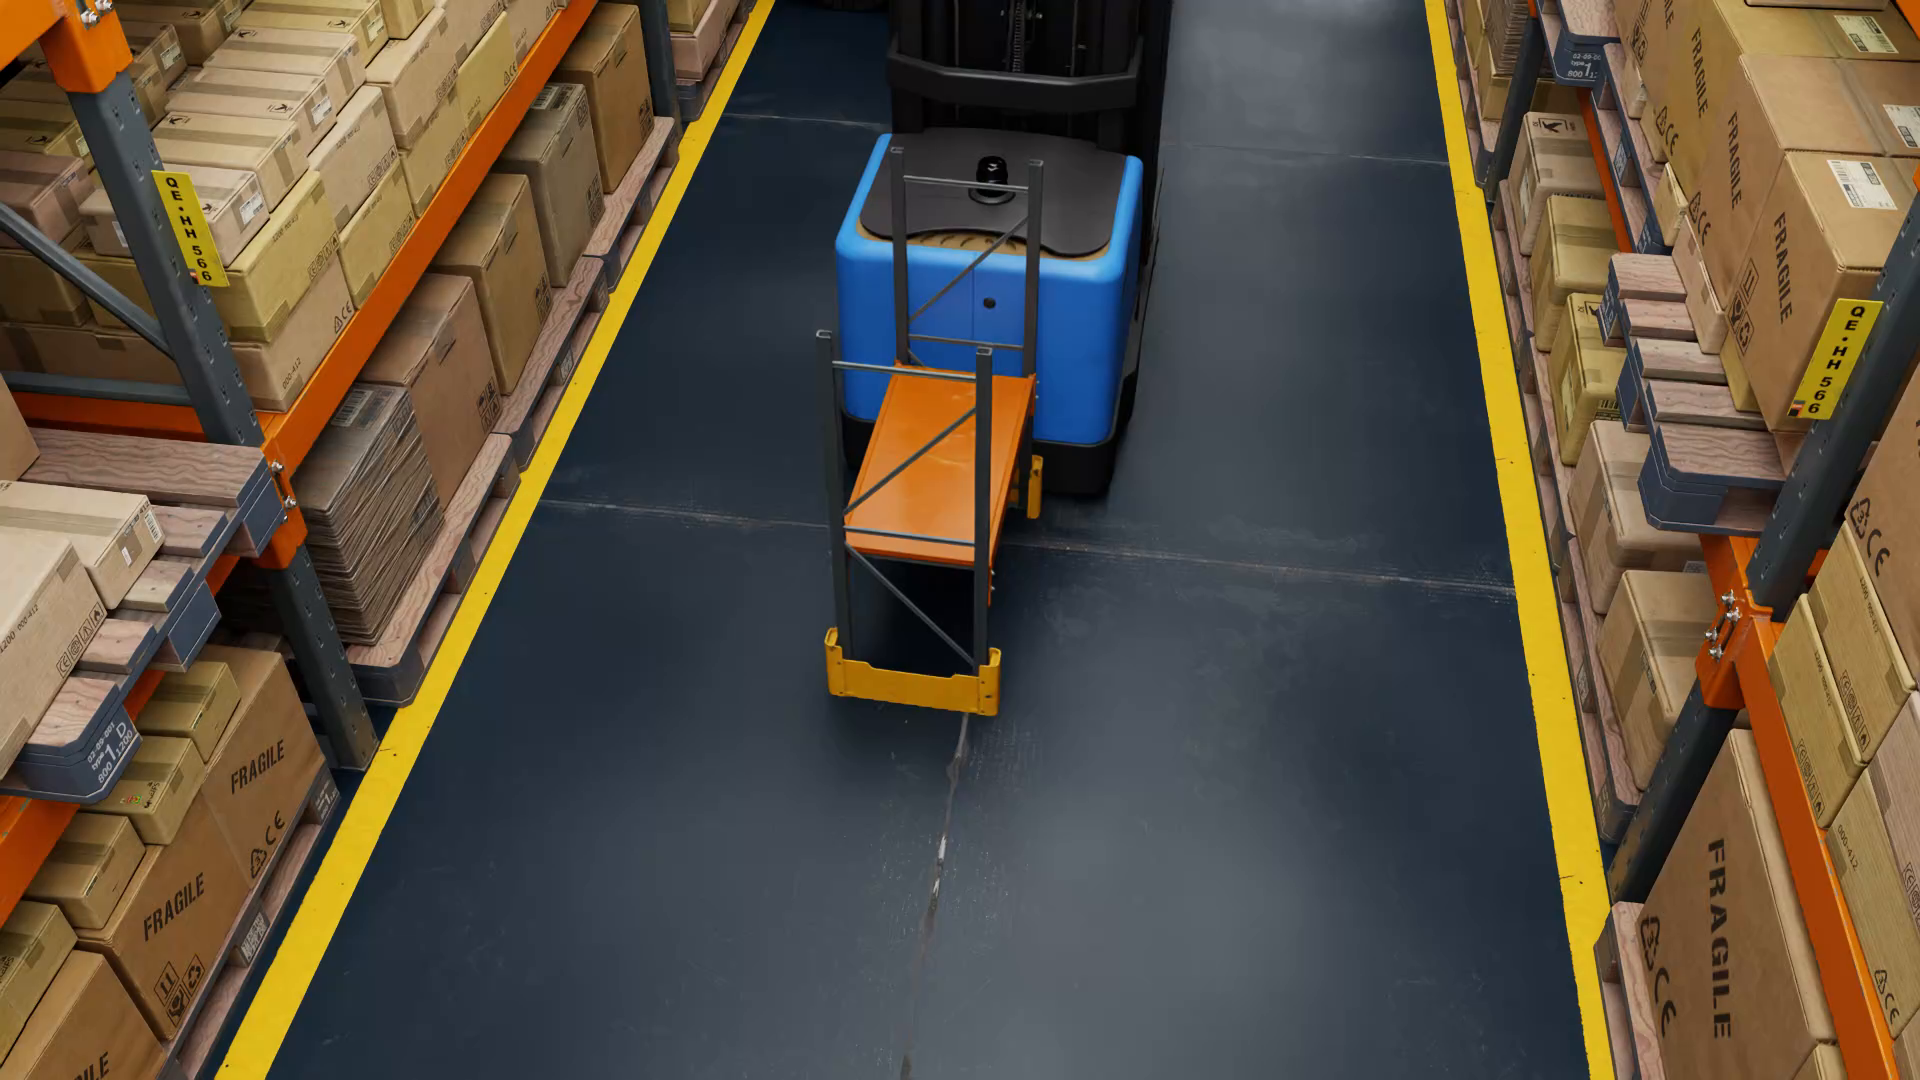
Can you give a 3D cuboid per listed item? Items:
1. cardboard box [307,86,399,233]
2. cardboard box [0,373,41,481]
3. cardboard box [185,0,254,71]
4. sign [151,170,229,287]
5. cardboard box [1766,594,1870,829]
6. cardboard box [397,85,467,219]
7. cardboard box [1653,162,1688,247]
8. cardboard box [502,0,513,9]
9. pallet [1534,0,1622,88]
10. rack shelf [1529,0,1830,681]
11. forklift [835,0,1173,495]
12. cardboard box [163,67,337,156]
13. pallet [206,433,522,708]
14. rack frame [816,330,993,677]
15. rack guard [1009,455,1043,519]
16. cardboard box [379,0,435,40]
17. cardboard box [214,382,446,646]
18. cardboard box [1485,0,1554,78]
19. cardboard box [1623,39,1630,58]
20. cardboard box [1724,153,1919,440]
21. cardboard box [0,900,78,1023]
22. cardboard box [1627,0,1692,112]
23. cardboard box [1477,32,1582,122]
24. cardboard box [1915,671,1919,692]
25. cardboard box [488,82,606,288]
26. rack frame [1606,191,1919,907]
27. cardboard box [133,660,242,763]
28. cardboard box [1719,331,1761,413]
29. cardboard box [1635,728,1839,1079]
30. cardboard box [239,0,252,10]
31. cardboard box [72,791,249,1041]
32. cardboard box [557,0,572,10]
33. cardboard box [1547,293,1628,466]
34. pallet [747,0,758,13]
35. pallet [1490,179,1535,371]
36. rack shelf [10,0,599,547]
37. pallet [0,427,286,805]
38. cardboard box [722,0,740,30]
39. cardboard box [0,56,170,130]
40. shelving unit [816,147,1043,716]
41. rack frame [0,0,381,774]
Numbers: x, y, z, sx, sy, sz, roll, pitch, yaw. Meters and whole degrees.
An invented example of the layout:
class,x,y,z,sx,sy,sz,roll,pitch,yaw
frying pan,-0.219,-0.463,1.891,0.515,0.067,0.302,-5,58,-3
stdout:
class,x,y,z,sx,sy,sz,roll,pitch,yaw
cardboard box,-2.063,-1.161,5.040,0.500,0.250,0.500,7,44,7
cardboard box,-2.654,-0.265,3.970,0.500,0.500,0.500,7,44,7
cardboard box,-2.513,-1.561,5.462,0.500,0.250,0.500,5,44,5
sign,-1.892,-0.762,4.088,0.100,0.325,0.005,5,44,6
cardboard box,2.175,0.401,3.754,0.500,0.250,0.500,5,44,5
cardboard box,-1.998,-1.333,5.585,0.500,0.250,0.500,4,44,4
cardboard box,2.316,-0.995,4.996,0.380,0.149,0.250,6,44,6
cardboard box,-1.848,-2.209,6.147,0.500,0.250,0.500,6,44,6
pallet,2.773,-2.113,6.439,1.003,0.211,1.213,5,44,6
rack shelf,2.754,-1.066,5.717,1.077,0.370,4.000,5,44,6
forklift,0.309,-2.260,6.505,1.130,2.935,3.031,7,44,7
cardboard box,-2.055,-1.235,4.828,0.380,0.149,0.250,6,44,7
pallet,-2.284,0.042,6.052,1.003,0.211,1.213,5,44,6
rack frame,-0.157,-0.009,5.168,0.500,1.500,0.032,7,44,7
rack guard,0.017,-0.230,6.311,0.587,0.250,0.087,7,44,7
cardboard box,-1.937,-1.756,5.378,0.380,0.149,0.250,6,44,6
cardboard box,-2.335,-0.127,5.624,0.875,0.625,0.625,7,44,7
cardboard box,2.830,-2.544,7.904,0.500,0.500,0.500,5,44,5
cardboard box,2.518,-1.694,5.735,0.380,0.149,0.250,6,44,6
cardboard box,2.274,-0.596,4.103,0.500,0.500,0.500,4,44,4
cardboard box,-2.409,1.007,4.046,0.380,0.149,0.250,6,44,7
cardboard box,2.470,-1.665,5.233,0.500,0.500,0.500,4,44,4
cardboard box,2.830,-2.272,8.162,0.500,0.250,0.500,7,44,7
cardboard box,2.126,0.289,2.963,0.500,0.500,0.500,5,44,6
cardboard box,-2.071,-1.544,7.121,0.875,0.625,0.625,5,44,5
rack frame,2.489,0.036,4.030,1.000,3.000,0.127,5,44,6
cardboard box,-2.246,0.466,4.617,0.380,0.149,0.250,3,44,3
cardboard box,2.263,-0.460,4.431,0.380,0.149,0.250,6,44,6
cardboard box,2.316,1.118,4.127,0.875,0.875,0.875,5,44,5
cardboard box,-2.545,-1.806,5.432,0.380,0.149,0.250,5,44,5
cardboard box,-2.351,0.990,4.535,0.500,0.500,0.500,5,44,5
cardboard box,-1.771,-2.374,6.685,0.500,0.250,0.500,5,44,5
cardboard box,2.769,-0.567,6.272,0.950,0.372,0.625,7,44,7
pallet,-1.597,-3.498,9.791,1.003,0.211,1.213,5,44,6
pallet,2.917,-1.147,7.308,1.003,0.211,1.213,5,44,6
rack shelf,-2.167,-1.515,6.191,1.077,0.370,4.000,5,44,6
pallet,-2.451,0.125,4.076,1.213,0.211,1.003,5,44,6
cardboard box,-1.459,-2.940,8.868,0.500,0.250,0.500,4,44,5
cardboard box,-2.570,-1.284,4.880,0.380,0.149,0.250,5,44,5
shelving unit,-0.070,-0.347,5.525,0.587,1.500,1.083,7,44,7
rack frame,-2.431,-0.413,4.504,1.000,3.000,0.127,5,44,6
